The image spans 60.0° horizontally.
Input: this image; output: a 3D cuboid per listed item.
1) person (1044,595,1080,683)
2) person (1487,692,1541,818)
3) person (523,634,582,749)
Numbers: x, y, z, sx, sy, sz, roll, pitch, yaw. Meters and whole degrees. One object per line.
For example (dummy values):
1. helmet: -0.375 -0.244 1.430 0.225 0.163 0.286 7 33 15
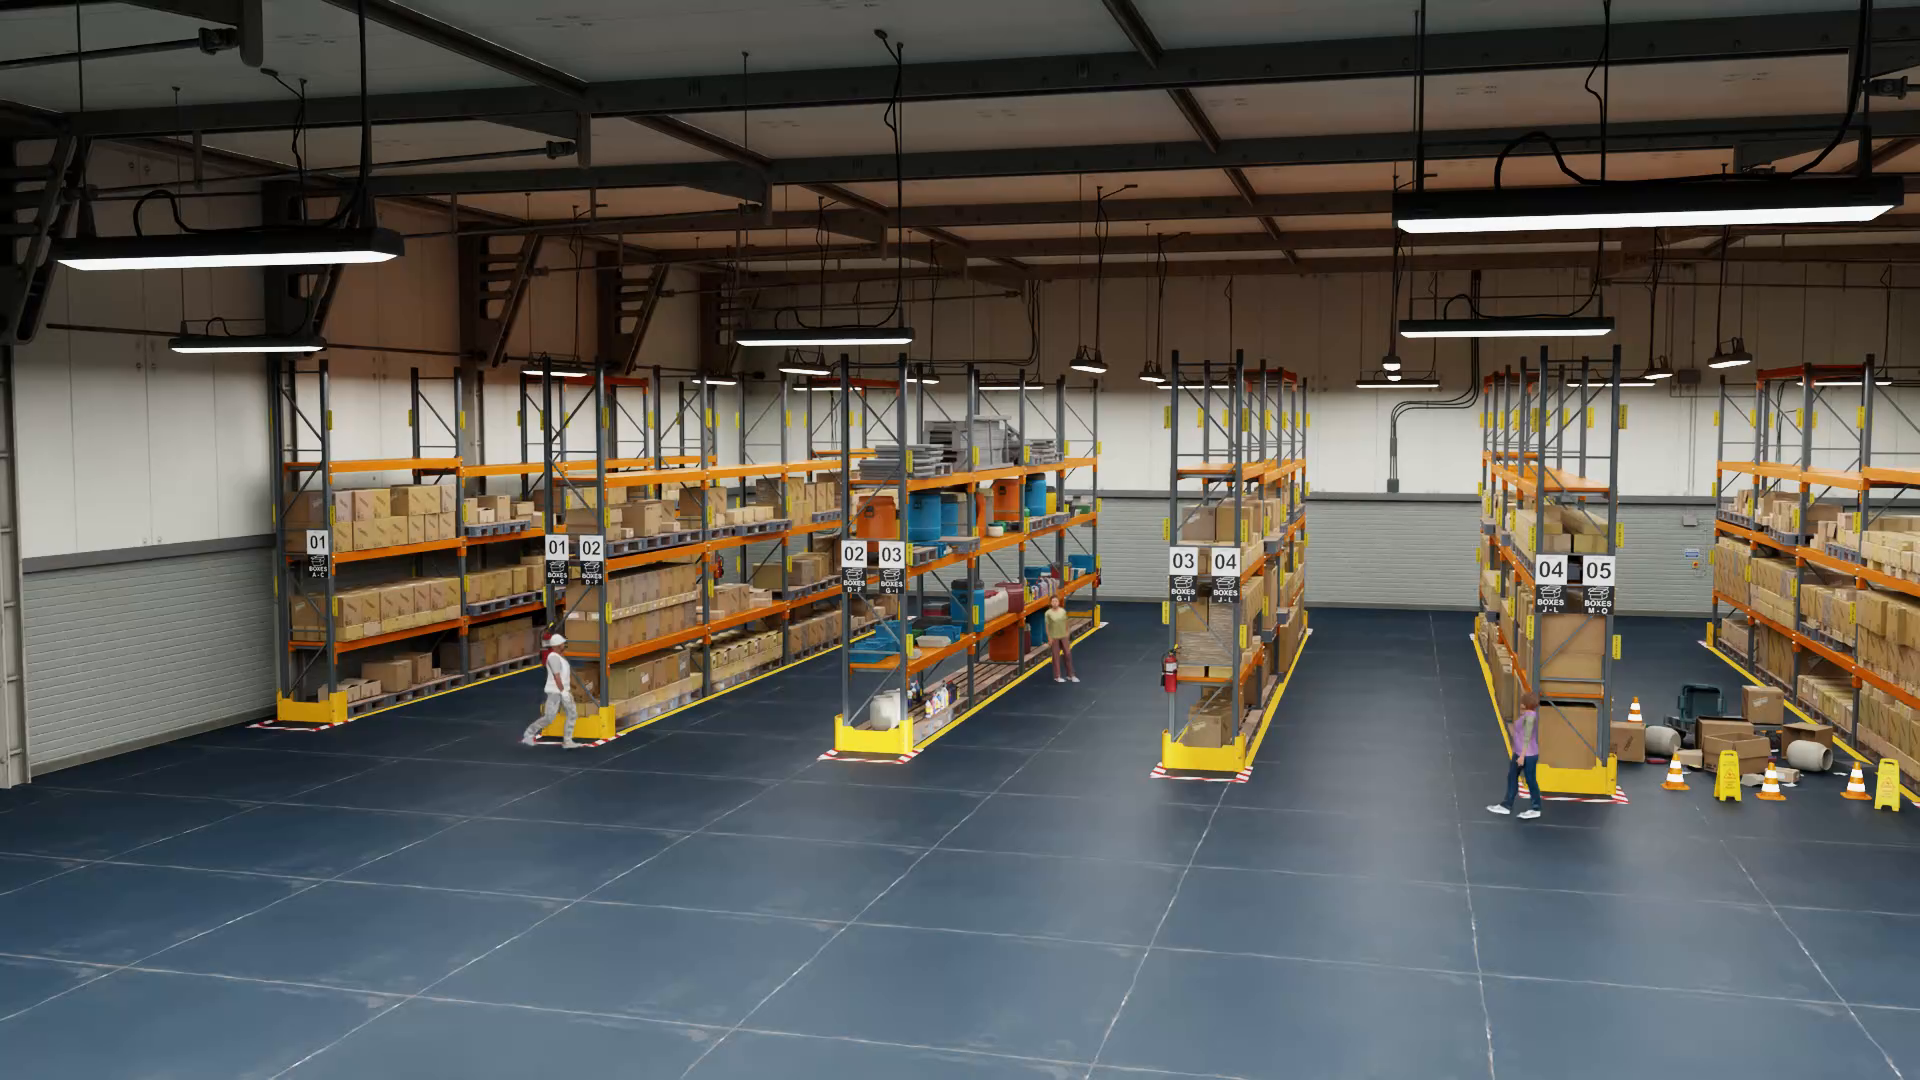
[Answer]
1. person: 1.933 1.879 31.725 0.662 1.687 0.331 -1 4 -13
2. person: 7.025 2.701 20.929 0.604 1.593 0.457 0 4 -5
3. person: -6.168 2.301 25.280 0.901 1.748 0.577 1 4 18
